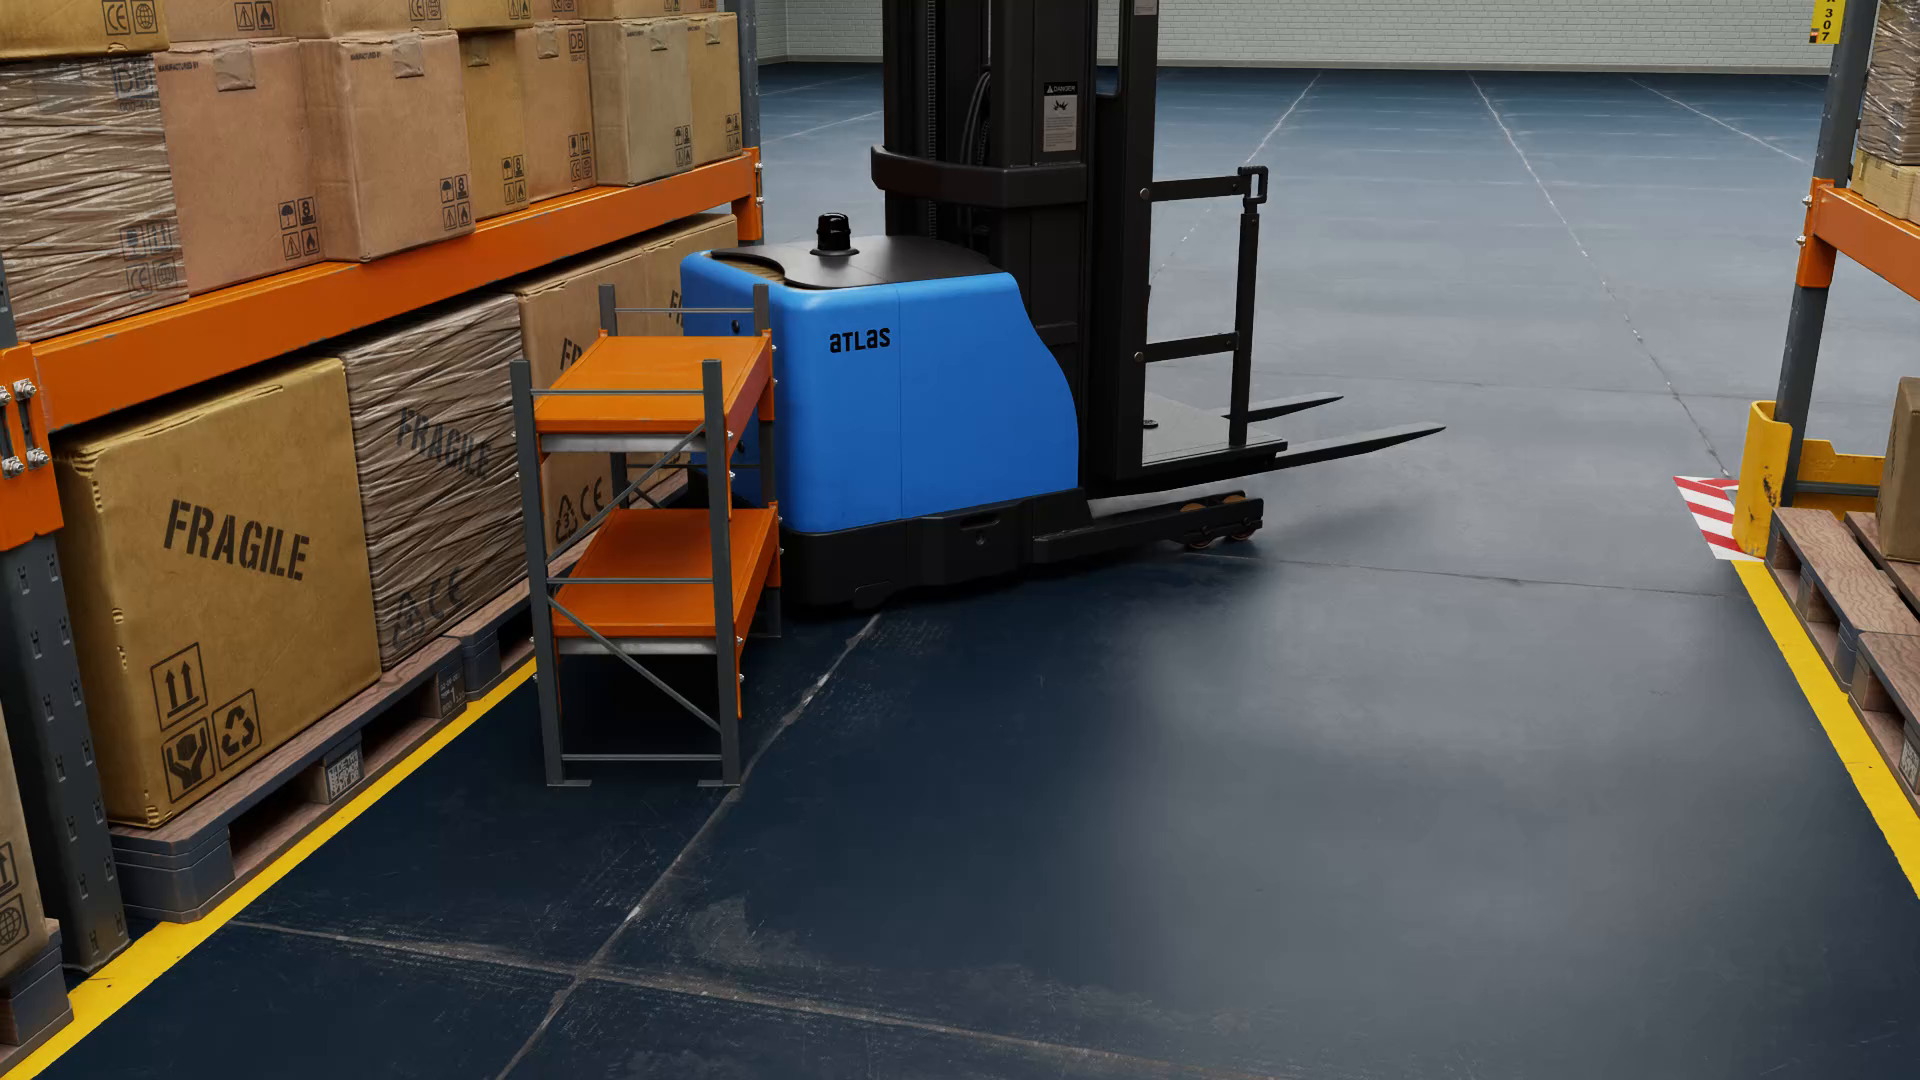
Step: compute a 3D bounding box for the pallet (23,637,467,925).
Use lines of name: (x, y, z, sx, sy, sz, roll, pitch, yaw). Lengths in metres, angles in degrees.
pallet: (-2.035, 0.529, 4.314, 1.003, 0.211, 1.213, 5, 19, 13)

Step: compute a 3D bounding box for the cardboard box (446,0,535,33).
cardboard box: (-1.765, -1.761, 4.798, 0.875, 0.550, 0.500, 5, 19, 13)

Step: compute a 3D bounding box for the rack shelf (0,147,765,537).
rack shelf: (-1.808, -0.845, 5.135, 1.077, 0.370, 4.000, 5, 19, 13)

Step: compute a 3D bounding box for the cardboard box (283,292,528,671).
cardboard box: (-1.859, -0.227, 4.848, 0.875, 0.875, 0.875, 5, 19, 14)

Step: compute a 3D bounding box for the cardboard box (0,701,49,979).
cardboard box: (-2.361, 0.509, 2.888, 1.050, 0.750, 0.750, 5, 19, 13)

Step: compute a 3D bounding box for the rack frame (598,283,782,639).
rack frame: (-0.819, -0.224, 5.105, 0.500, 1.125, 0.032, 0, 19, 0)

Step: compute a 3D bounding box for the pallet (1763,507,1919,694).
pallet: (3.214, 0.206, 5.258, 1.003, 0.211, 1.213, 5, 19, 13)

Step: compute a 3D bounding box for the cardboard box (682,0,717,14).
cardboard box: (-1.448, -2.281, 6.323, 0.875, 0.550, 0.550, 5, 19, 13)

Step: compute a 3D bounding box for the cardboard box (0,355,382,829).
cardboard box: (-2.075, 0.056, 4.020, 0.875, 0.875, 0.875, 5, 19, 14)

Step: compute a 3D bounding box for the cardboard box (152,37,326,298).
cardboard box: (-2.106, -0.921, 4.010, 0.875, 0.550, 0.550, 5, 19, 13)

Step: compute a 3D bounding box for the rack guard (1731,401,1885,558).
rack guard: (3.447, -0.183, 5.948, 1.175, 0.500, 0.348, 5, 19, 13)

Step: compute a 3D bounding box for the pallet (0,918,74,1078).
pallet: (-2.412, 1.008, 2.908, 1.003, 0.211, 1.213, 5, 19, 13)

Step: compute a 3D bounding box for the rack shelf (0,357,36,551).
rack shelf: (-2.786, 0.408, 1.464, 1.077, 0.370, 4.000, 5, 19, 13)

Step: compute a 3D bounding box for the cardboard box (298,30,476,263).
cardboard box: (-1.860, -1.081, 4.478, 0.875, 0.550, 0.550, 5, 19, 13)

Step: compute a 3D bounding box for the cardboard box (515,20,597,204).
cardboard box: (-1.738, -1.424, 5.484, 0.875, 0.550, 0.550, 5, 19, 13)

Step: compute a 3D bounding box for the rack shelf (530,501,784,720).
rack shelf: (-0.819, 0.171, 4.702, 0.538, 0.278, 1.000, 0, 19, 0)

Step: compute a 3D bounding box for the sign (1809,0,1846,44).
sign: (2.939, -1.842, 5.600, 0.100, 0.325, 0.005, 5, 19, 13)

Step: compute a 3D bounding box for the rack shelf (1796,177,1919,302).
rack shelf: (2.977, -0.422, 3.895, 1.077, 0.370, 4.000, 5, 19, 13)

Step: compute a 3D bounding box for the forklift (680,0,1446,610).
forklift: (0.539, -1.489, 6.014, 3.031, 2.935, 1.130, -11, 22, -29)

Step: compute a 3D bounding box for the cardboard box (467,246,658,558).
cardboard box: (-1.634, -0.512, 5.684, 0.875, 0.875, 0.875, 4, 19, 13)

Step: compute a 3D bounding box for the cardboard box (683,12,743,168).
cardboard box: (-1.366, -1.764, 6.479, 0.875, 0.550, 0.550, 5, 19, 13)

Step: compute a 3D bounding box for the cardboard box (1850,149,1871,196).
cardboard box: (3.165, -1.200, 5.448, 0.380, 0.149, 0.250, 5, 19, 13)

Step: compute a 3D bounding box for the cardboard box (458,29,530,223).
cardboard box: (-1.828, -1.255, 4.988, 0.875, 0.550, 0.500, 5, 19, 13)

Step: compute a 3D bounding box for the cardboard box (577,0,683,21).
cardboard box: (-1.493, -2.102, 5.797, 0.875, 0.550, 0.550, 5, 19, 13)

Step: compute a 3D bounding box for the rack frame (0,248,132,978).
rack frame: (-2.297, -0.559, 3.183, 1.000, 3.000, 0.127, 5, 19, 13)

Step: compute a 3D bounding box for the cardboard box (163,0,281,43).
cardboard box: (-2.152, -1.435, 3.847, 0.875, 0.550, 0.550, 5, 19, 13)

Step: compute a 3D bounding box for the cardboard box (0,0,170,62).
cardboard box: (-2.173, -1.254, 3.315, 0.875, 0.550, 0.550, 5, 19, 13)

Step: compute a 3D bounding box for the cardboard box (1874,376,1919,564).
cardboard box: (3.297, -0.211, 5.381, 0.500, 0.500, 0.500, 9, 21, 23)

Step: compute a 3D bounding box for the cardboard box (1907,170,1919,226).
cardboard box: (2.968, -0.966, 4.763, 0.380, 0.149, 0.250, 5, 19, 13)

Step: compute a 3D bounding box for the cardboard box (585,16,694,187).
cardboard box: (-1.480, -1.590, 5.969, 0.875, 0.550, 0.550, 5, 19, 13)

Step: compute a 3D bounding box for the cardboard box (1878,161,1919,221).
cardboard box: (3.009, -1.046, 4.997, 0.380, 0.149, 0.250, 5, 19, 13)

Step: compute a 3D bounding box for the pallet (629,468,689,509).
pallet: (-1.439, -0.236, 6.553, 1.003, 0.211, 1.213, 5, 19, 13)

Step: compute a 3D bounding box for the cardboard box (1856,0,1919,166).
cardboard box: (3.304, -1.407, 5.052, 0.875, 0.500, 0.500, 5, 19, 13)

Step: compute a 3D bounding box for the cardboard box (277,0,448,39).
cardboard box: (-1.887, -1.594, 4.310, 0.875, 0.550, 0.550, 5, 19, 13)

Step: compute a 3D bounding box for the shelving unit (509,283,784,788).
shelving unit: (-0.819, -0.060, 4.623, 0.538, 1.125, 1.048, 0, 19, 0)

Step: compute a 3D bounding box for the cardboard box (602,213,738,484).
cardboard box: (-1.421, -0.788, 6.492, 0.875, 0.875, 0.875, 5, 19, 14)

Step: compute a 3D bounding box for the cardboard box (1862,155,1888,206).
cardboard box: (3.085, -1.123, 5.223, 0.380, 0.149, 0.250, 5, 19, 13)

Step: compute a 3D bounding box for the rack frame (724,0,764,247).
rack frame: (-1.320, -1.813, 6.854, 1.000, 3.000, 0.127, 5, 19, 13)

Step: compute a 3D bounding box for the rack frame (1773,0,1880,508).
rack frame: (3.465, -1.389, 5.614, 1.000, 3.000, 0.127, 5, 19, 13)

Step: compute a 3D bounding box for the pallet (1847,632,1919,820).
pallet: (2.914, 0.587, 4.142, 1.003, 0.211, 1.213, 5, 19, 13)

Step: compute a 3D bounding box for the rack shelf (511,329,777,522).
rack shelf: (-0.819, -0.337, 4.529, 0.538, 0.278, 1.000, 0, 19, 0)

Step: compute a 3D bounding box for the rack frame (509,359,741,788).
rack frame: (-0.820, 0.104, 4.142, 0.500, 1.125, 0.032, 0, 19, 0)

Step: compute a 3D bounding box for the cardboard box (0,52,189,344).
cardboard box: (-2.218, -0.746, 3.500, 0.875, 0.550, 0.550, 5, 19, 13)

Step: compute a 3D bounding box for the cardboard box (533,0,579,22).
cardboard box: (-1.761, -1.937, 5.315, 0.875, 0.550, 0.550, 5, 19, 13)

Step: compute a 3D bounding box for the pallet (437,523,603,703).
pallet: (-1.739, 0.145, 5.437, 1.003, 0.211, 1.213, 5, 19, 13)
